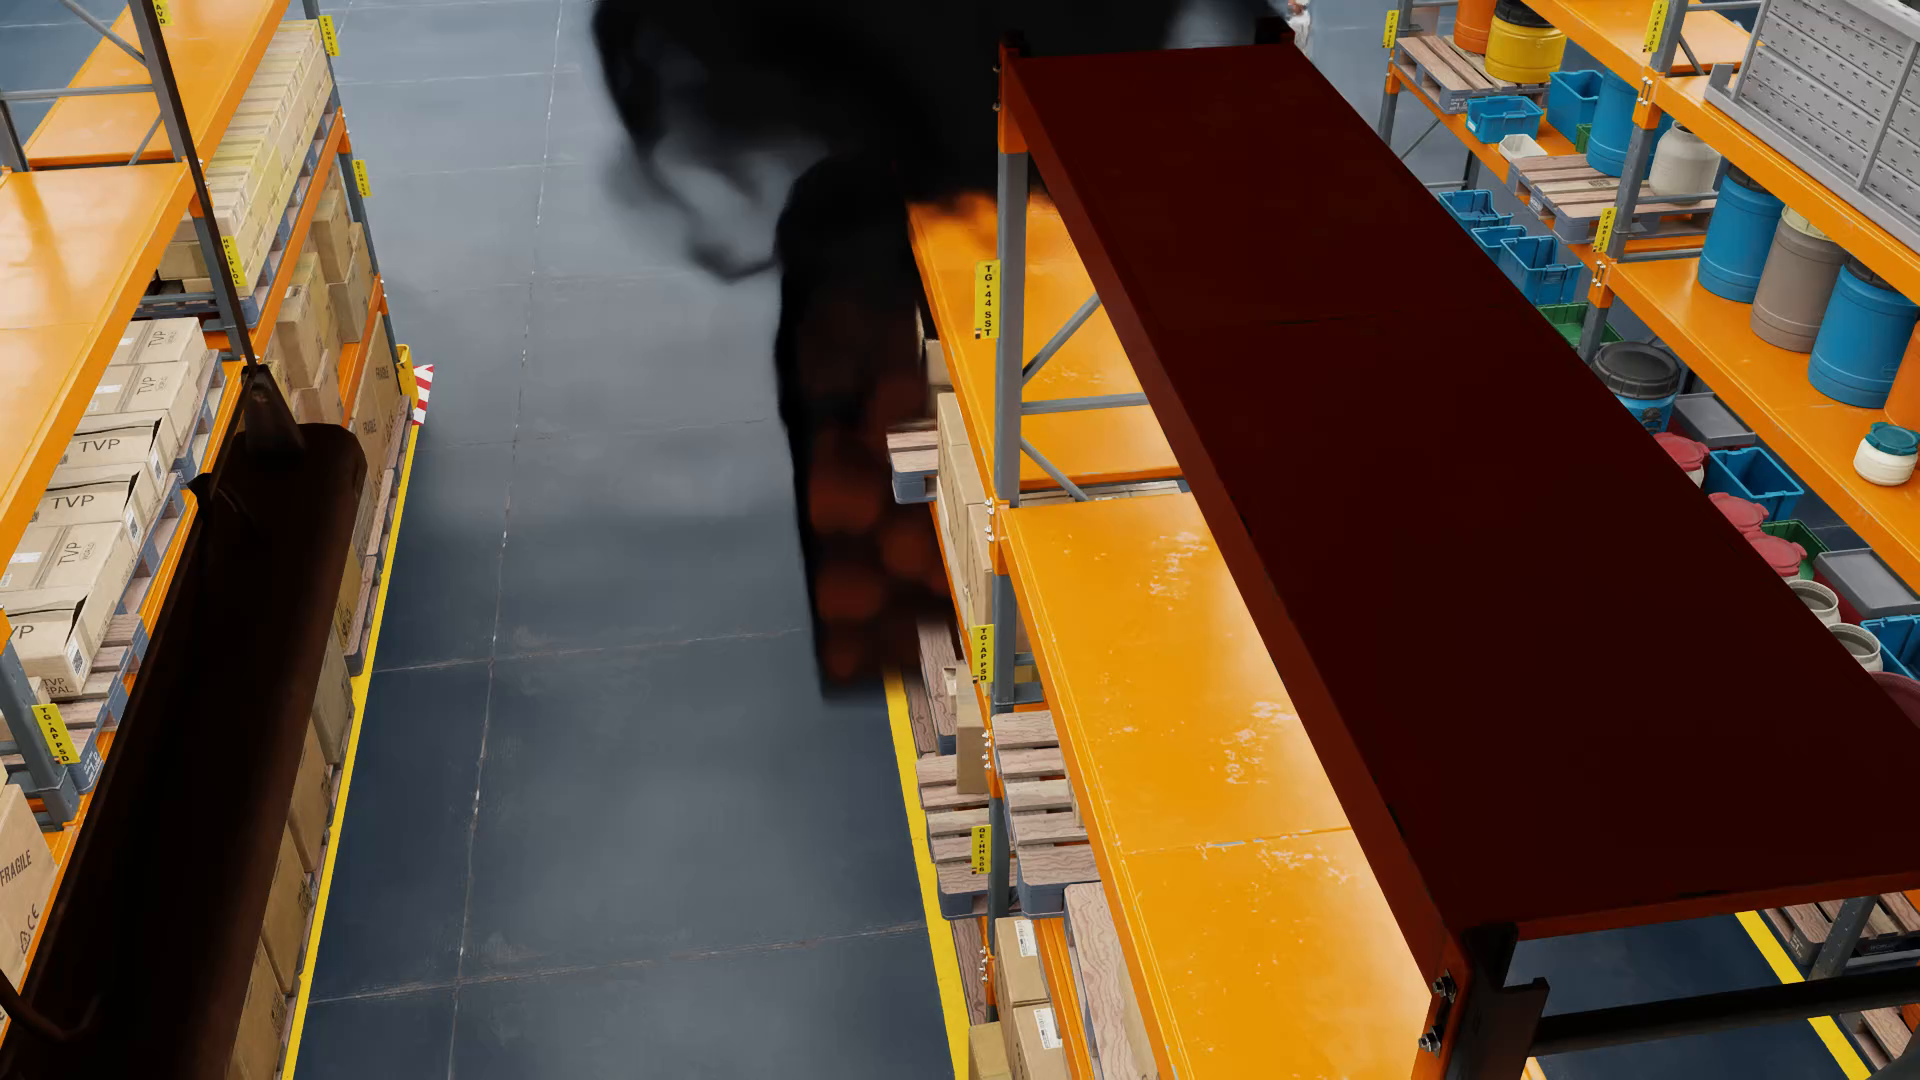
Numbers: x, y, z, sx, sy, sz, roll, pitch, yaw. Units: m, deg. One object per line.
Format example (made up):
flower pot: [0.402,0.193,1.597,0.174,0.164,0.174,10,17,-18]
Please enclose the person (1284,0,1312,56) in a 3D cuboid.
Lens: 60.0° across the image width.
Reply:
person: [3.908,-5.682,19.736,0.553,1.731,0.706,12,38,16]
